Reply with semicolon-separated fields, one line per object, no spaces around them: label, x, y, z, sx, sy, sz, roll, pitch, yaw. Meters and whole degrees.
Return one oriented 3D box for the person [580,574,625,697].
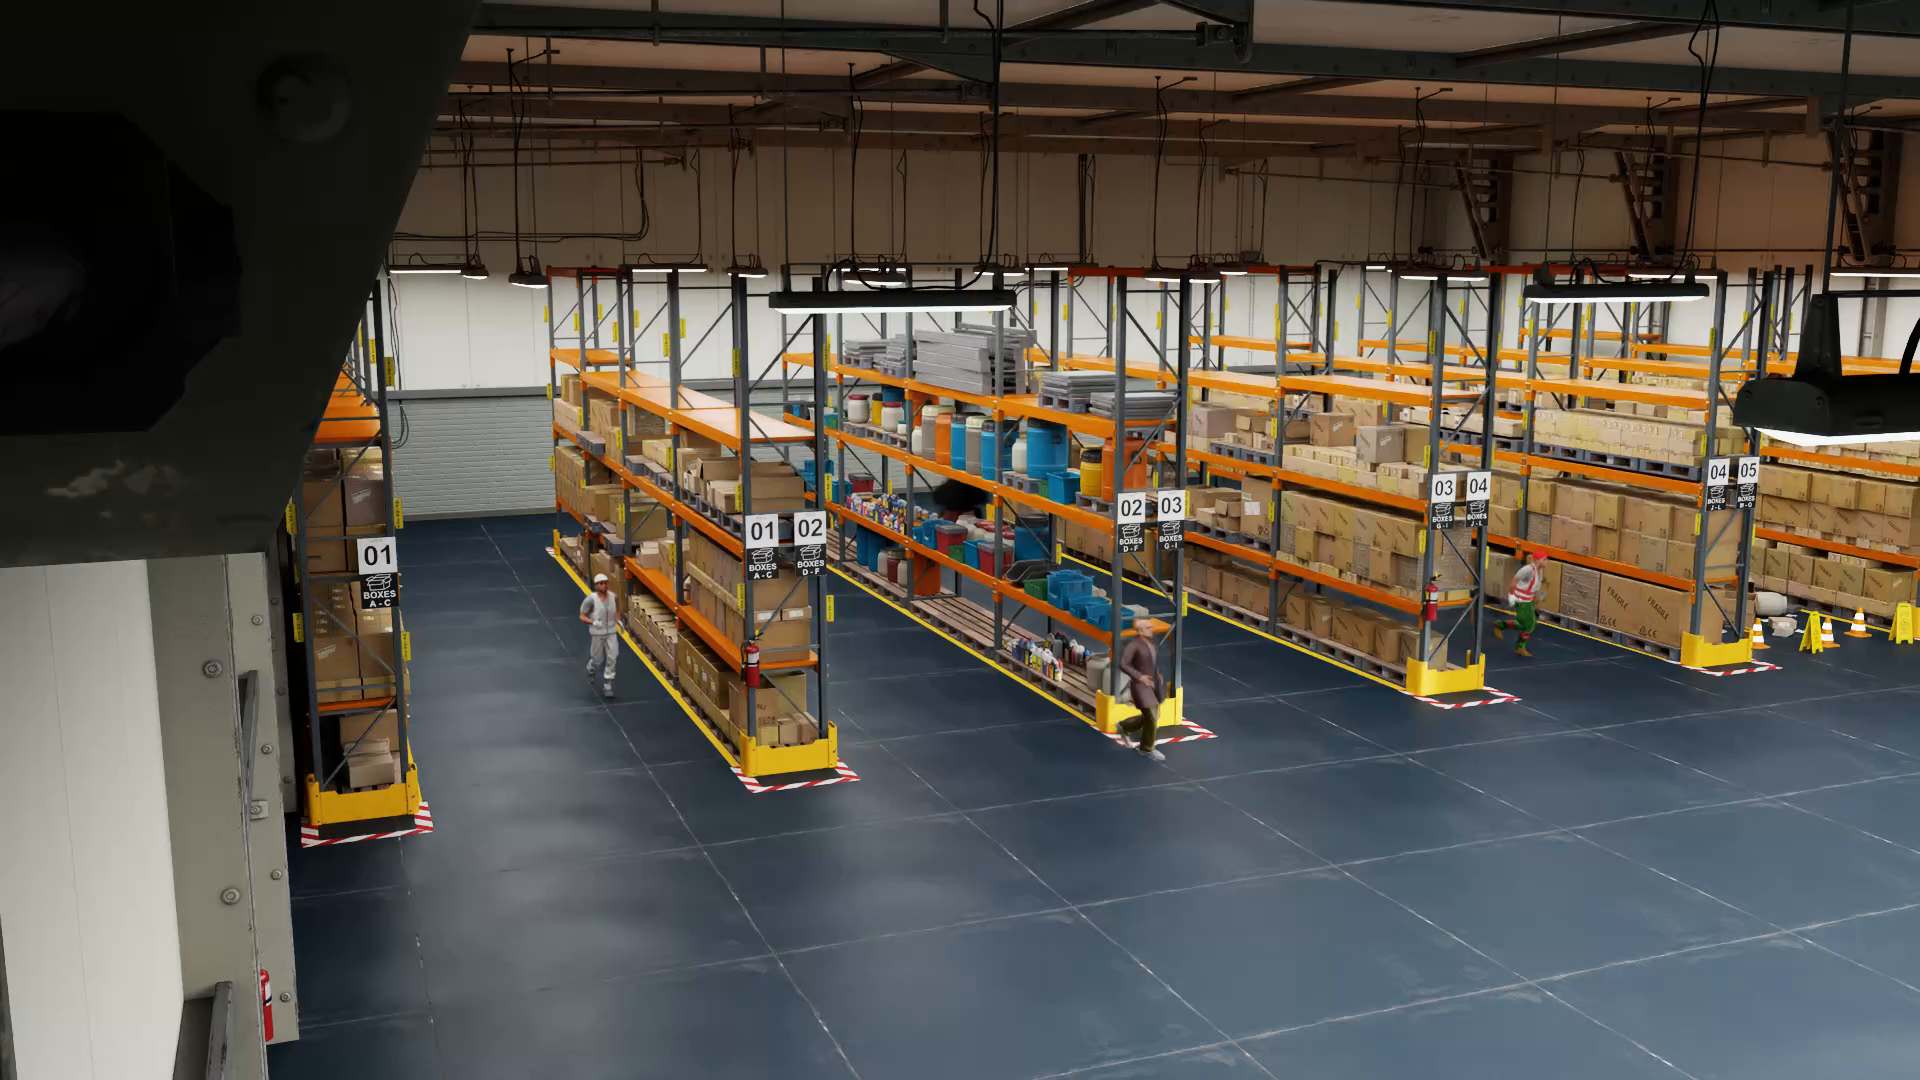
person;-5.140;1.342;23.870;0.658;1.758;0.790;-6;12;-33

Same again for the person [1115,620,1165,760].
person;2.284;1.869;20.988;0.736;1.766;0.762;8;13;37

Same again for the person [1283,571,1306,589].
person;6.450;0.088;31.509;0.653;1.658;0.761;-7;12;-35

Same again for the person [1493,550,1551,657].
person;8.875;0.968;26.285;0.839;1.716;0.655;8;13;38

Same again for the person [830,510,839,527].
person;-3.057;-0.992;38.027;0.773;1.590;0.551;-4;11;-20
